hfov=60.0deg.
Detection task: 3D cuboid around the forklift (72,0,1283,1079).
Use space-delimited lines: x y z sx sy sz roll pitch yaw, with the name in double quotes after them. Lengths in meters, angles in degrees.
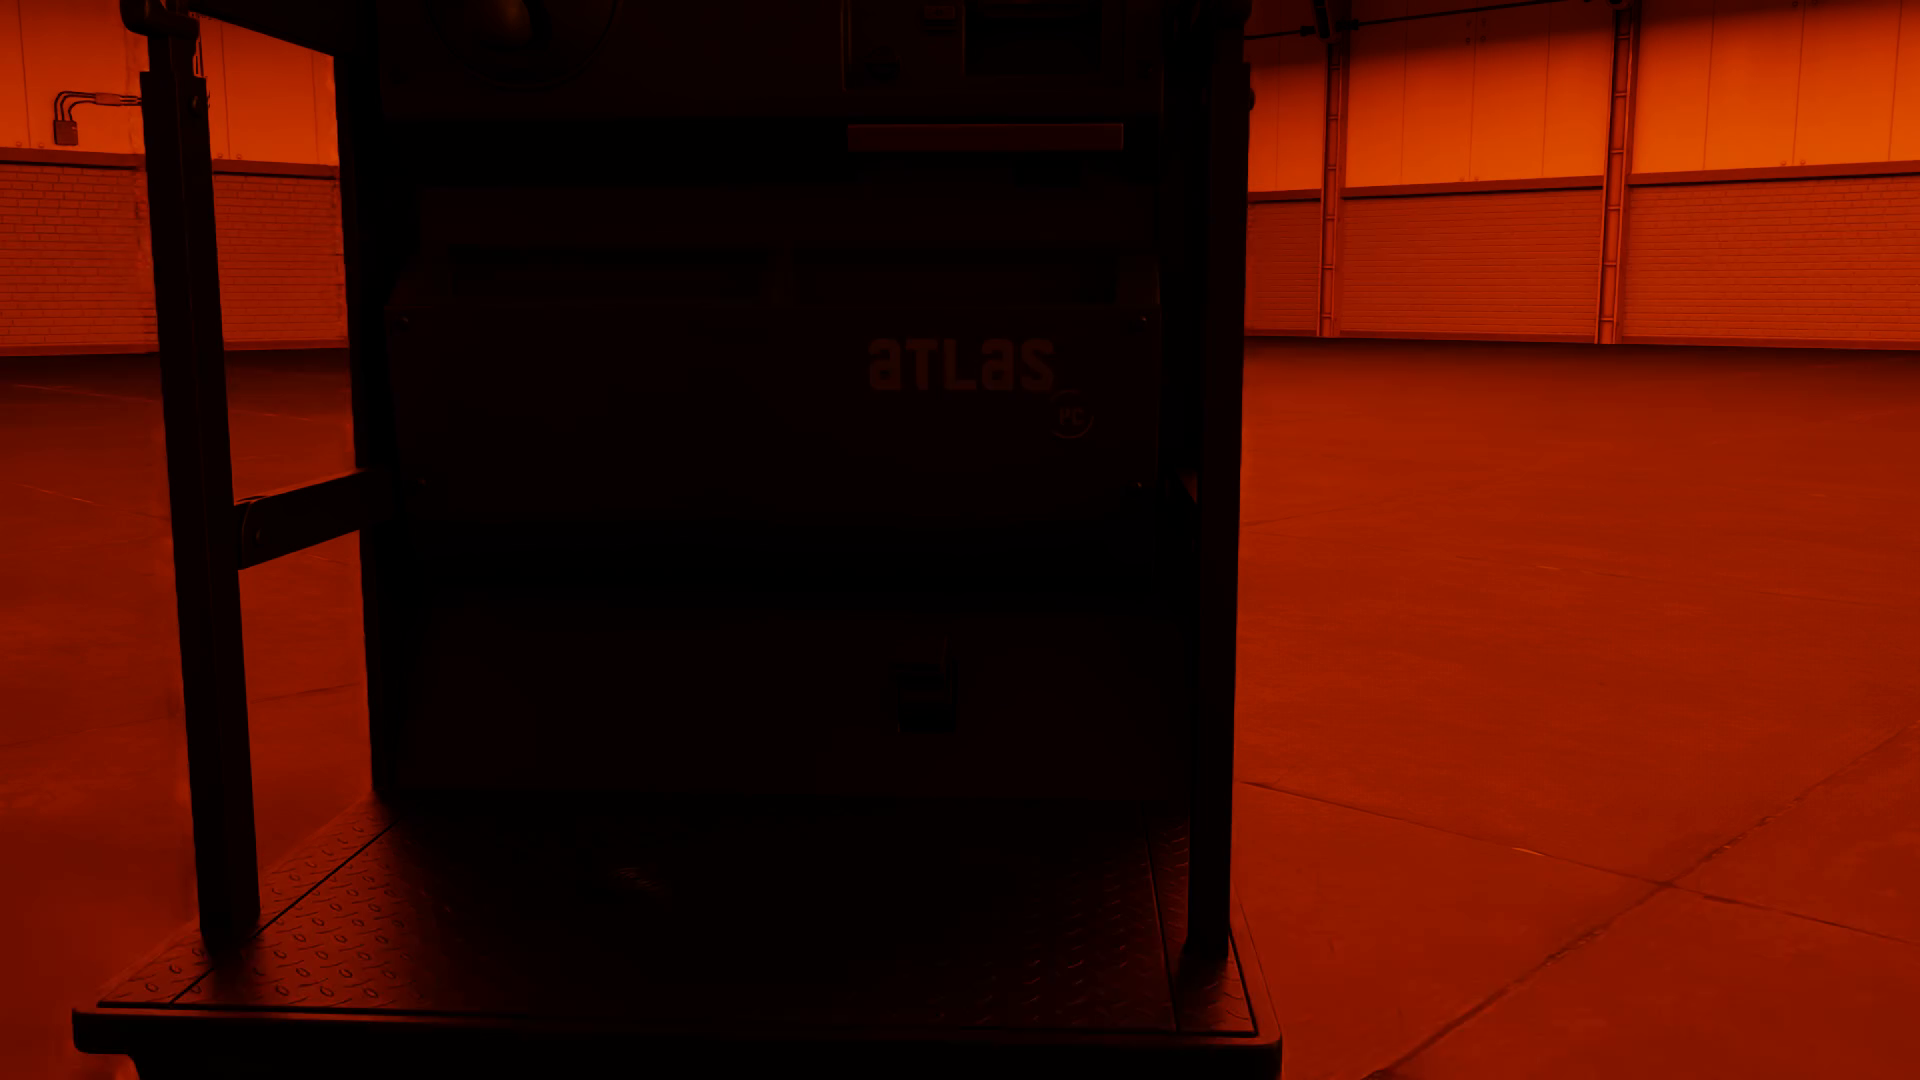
-0.235 -0.736 1.763 1.130 2.935 3.031 1 9 3 "forklift"
